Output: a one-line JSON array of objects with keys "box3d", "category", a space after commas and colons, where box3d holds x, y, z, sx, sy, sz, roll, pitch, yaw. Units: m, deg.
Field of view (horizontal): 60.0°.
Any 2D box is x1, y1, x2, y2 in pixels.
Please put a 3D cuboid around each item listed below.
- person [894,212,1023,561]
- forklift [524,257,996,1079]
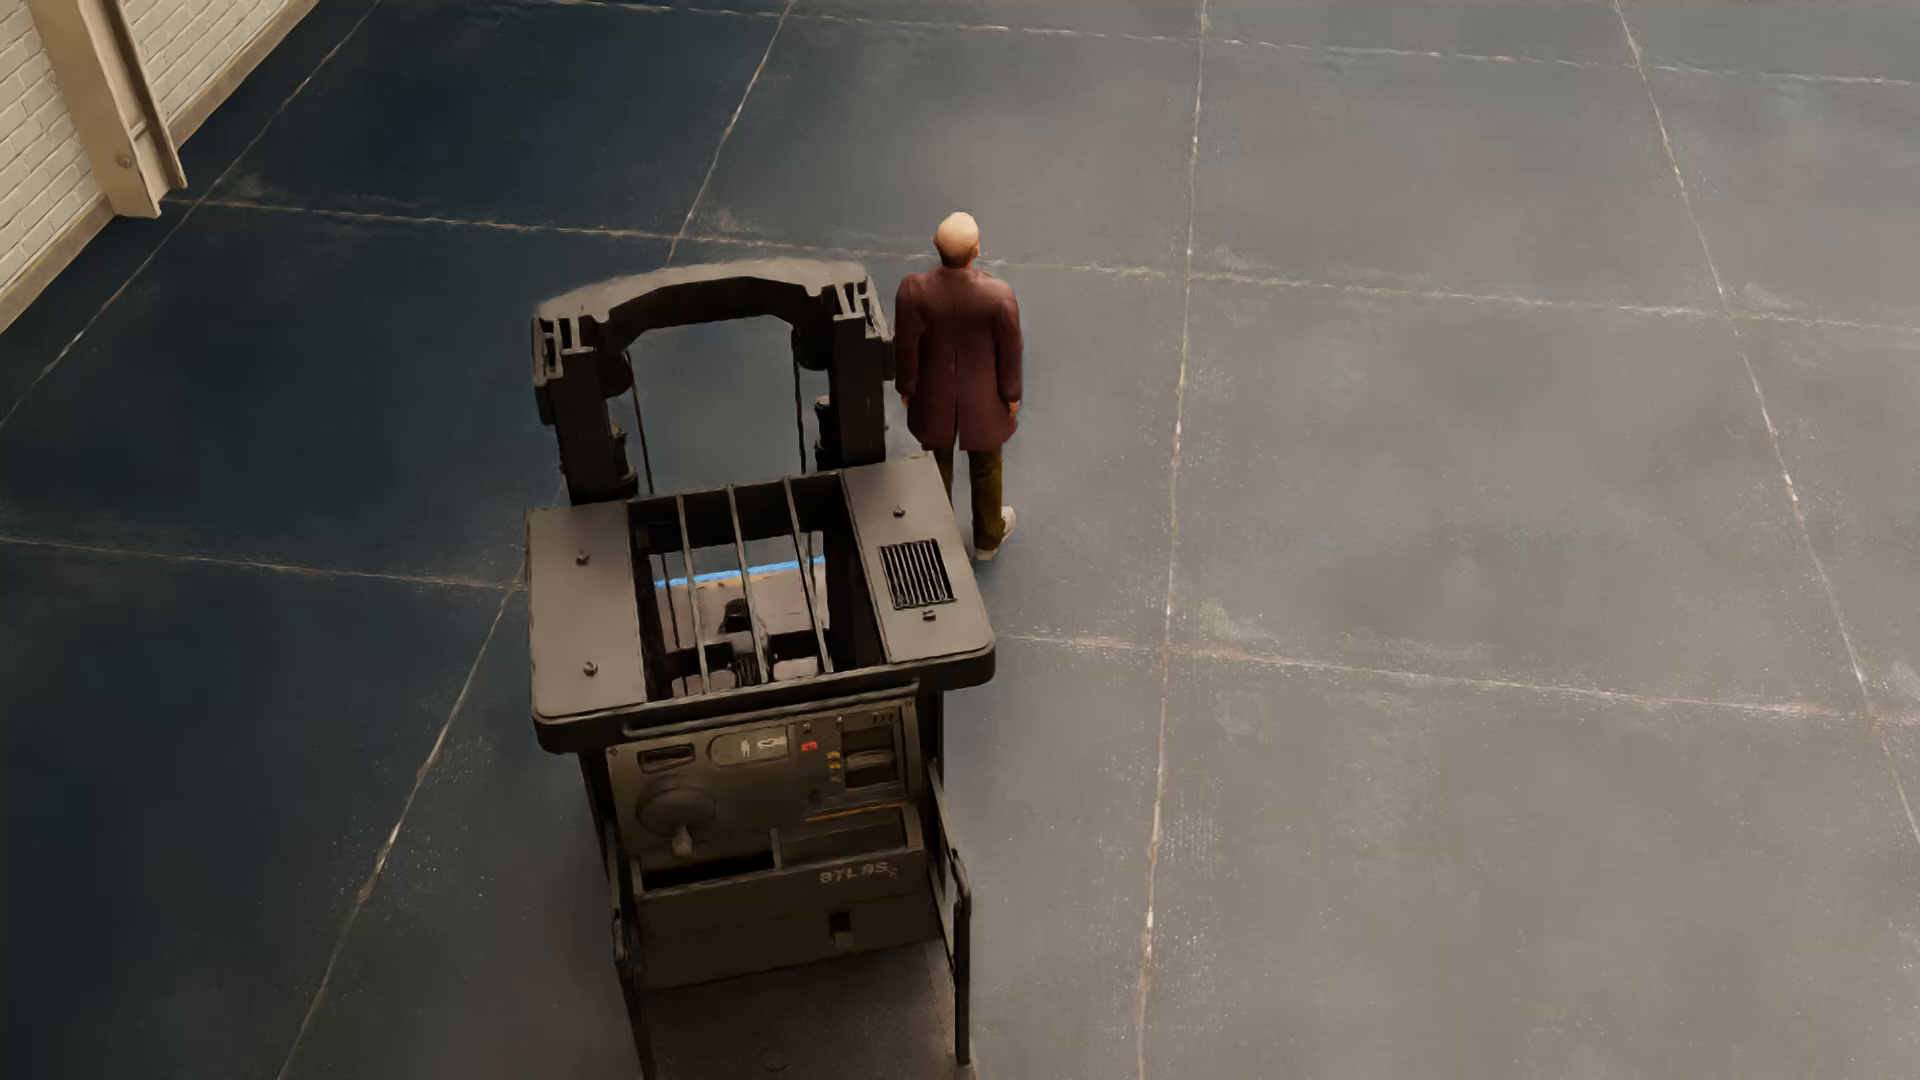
[{"box3d": [0.002, -0.675, 7.307, 0.558, 1.783, 0.377, 5, 43, 6], "category": "person"}, {"box3d": [-0.535, 0.794, 4.861, 1.130, 2.935, 3.031, -8, 43, -9], "category": "forklift"}]
